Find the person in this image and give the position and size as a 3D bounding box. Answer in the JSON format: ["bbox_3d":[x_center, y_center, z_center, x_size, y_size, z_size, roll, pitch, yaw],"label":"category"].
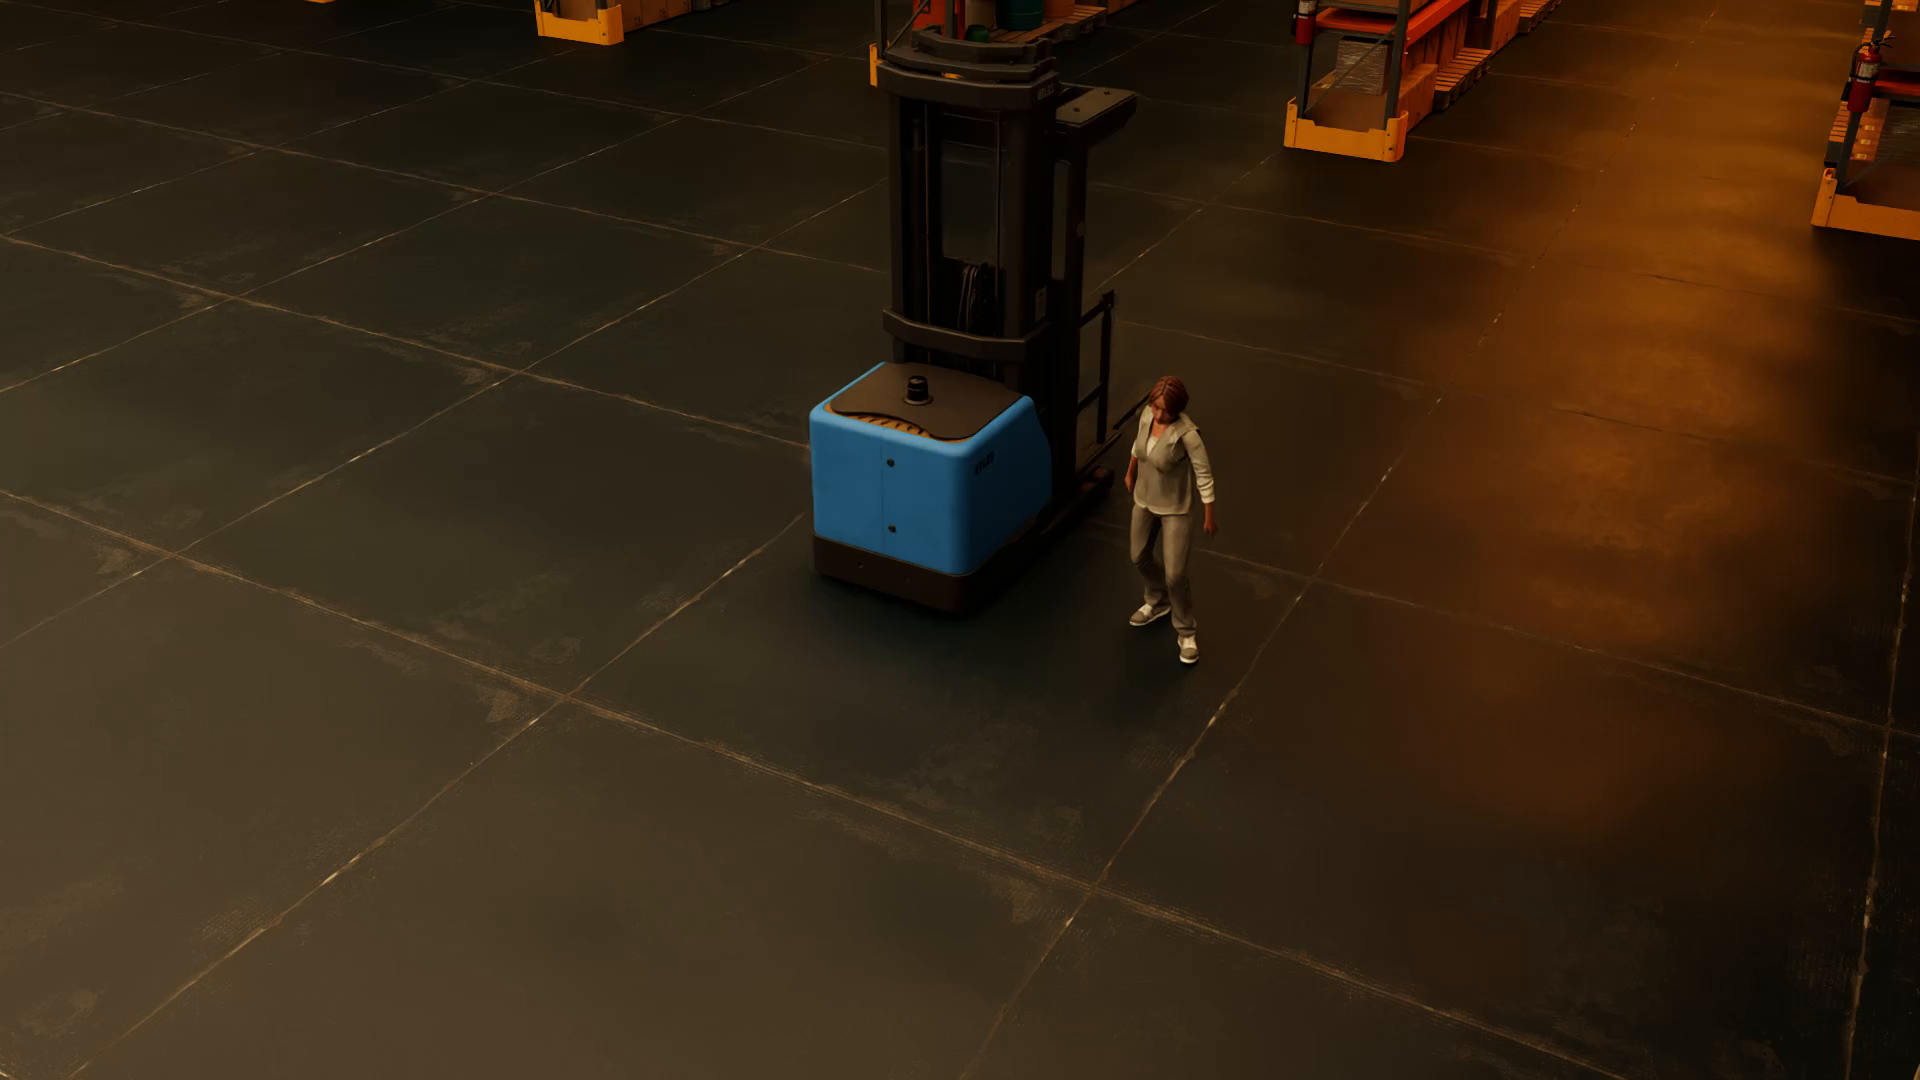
[{"bbox_3d":[1.095,-0.167,8.757,0.398,1.565,0.729,-23,37,-34],"label":"person"}]

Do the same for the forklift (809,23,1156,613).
[{"bbox_3d":[0.316,-1.570,9.791,1.130,2.935,3.031,16,34,25],"label":"forklift"}]
